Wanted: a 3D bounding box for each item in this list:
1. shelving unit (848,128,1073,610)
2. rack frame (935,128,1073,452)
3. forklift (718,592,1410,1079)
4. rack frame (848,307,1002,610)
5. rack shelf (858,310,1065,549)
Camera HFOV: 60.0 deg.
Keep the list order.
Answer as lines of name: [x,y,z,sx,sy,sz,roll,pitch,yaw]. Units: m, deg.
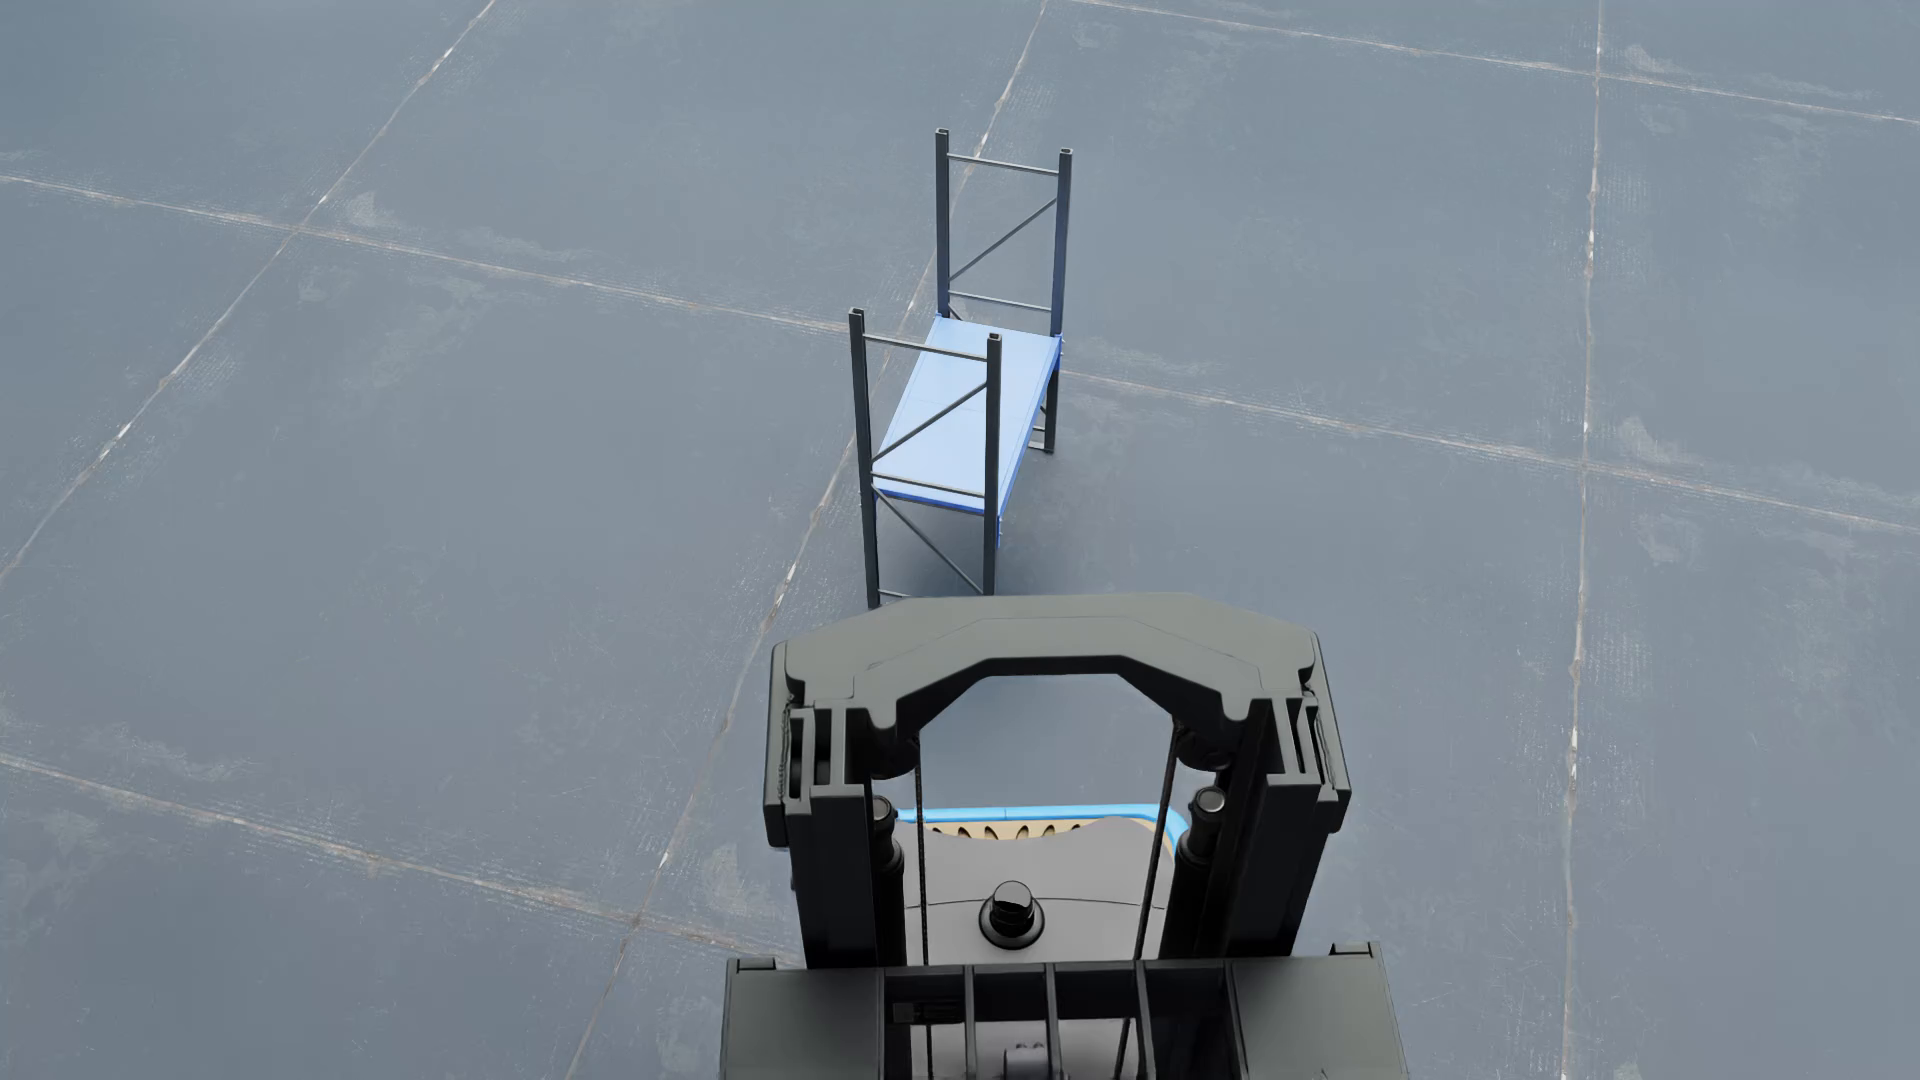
shelving unit: [0.022,-0.558,6.161,0.538,1.500,1.048,12,50,10]
rack frame: [0.156,-0.926,6.486,0.500,1.500,0.032,12,50,10]
forklift: [0.166,1.587,3.314,1.130,2.935,3.031,-1,49,-1]
rack frame: [-0.111,-0.190,5.836,0.500,1.500,0.032,12,50,10]
rack shelf: [0.022,-0.439,6.296,0.538,0.185,1.000,12,50,10]
